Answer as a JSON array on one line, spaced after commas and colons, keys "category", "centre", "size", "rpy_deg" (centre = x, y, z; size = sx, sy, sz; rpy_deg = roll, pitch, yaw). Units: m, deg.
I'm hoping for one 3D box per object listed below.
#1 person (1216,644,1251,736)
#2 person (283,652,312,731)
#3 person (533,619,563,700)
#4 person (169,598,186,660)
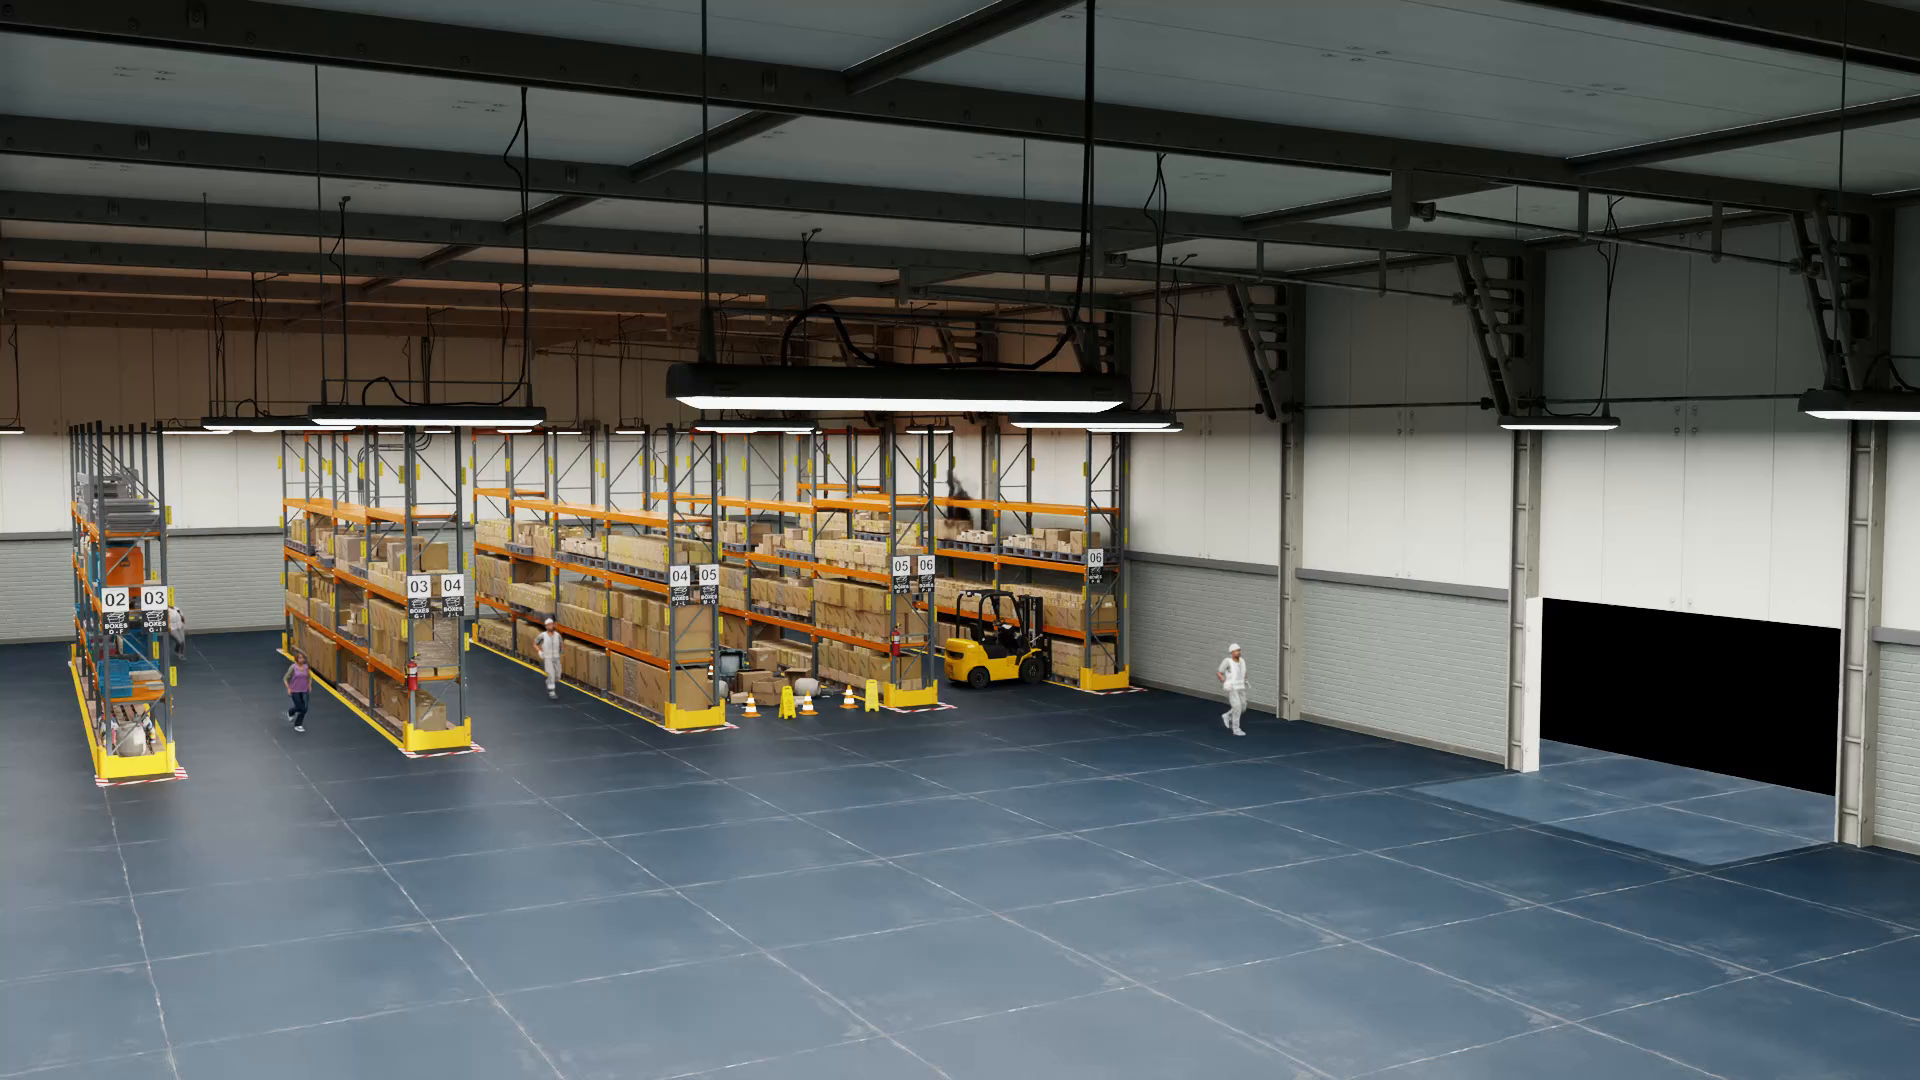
[{"category": "person", "centre": [5.245, 2.865, 32.015], "size": [0.705, 1.749, 0.696], "rpy_deg": [-3, 4, -36]}, {"category": "person", "centre": [-12.867, 2.955, 32.374], "size": [0.578, 1.551, 0.523], "rpy_deg": [3, 5, 44]}, {"category": "person", "centre": [-8.992, 2.599, 36.426], "size": [0.653, 1.748, 0.780], "rpy_deg": [-3, 4, -37]}, {"category": "person", "centre": [-20.079, 2.283, 42.566], "size": [0.513, 1.636, 0.605], "rpy_deg": [3, 4, 37]}]
